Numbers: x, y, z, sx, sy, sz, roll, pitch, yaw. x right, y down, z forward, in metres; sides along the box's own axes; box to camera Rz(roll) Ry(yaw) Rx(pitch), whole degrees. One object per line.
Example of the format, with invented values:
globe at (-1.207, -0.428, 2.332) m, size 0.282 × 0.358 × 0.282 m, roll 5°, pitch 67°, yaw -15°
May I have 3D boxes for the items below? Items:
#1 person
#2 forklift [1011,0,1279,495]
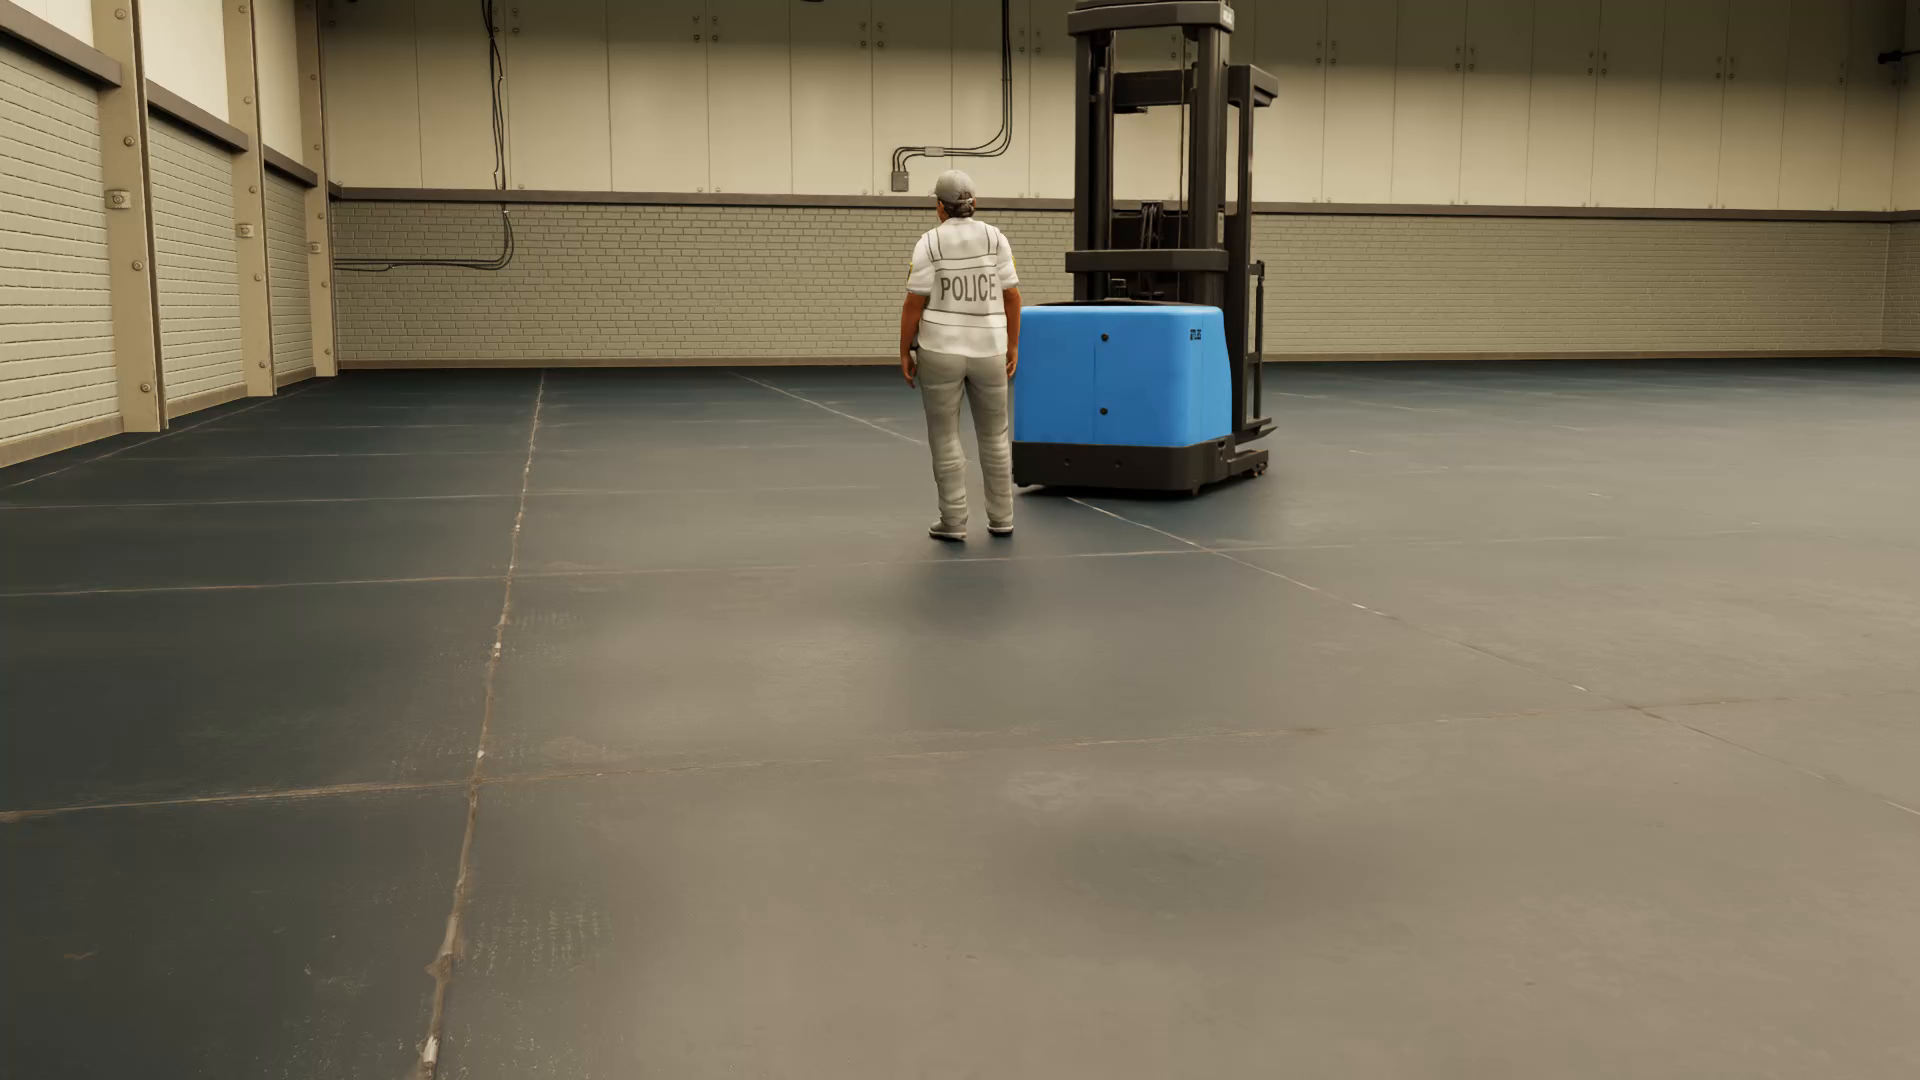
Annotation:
person at (0.004, -0.844, 7.669) m, size 0.599 × 1.670 × 0.529 m, roll -2°, pitch 8°, yaw -13°
forklift at (1.348, -1.868, 10.474) m, size 1.130 × 2.935 × 3.031 m, roll 3°, pitch 9°, yaw 23°
